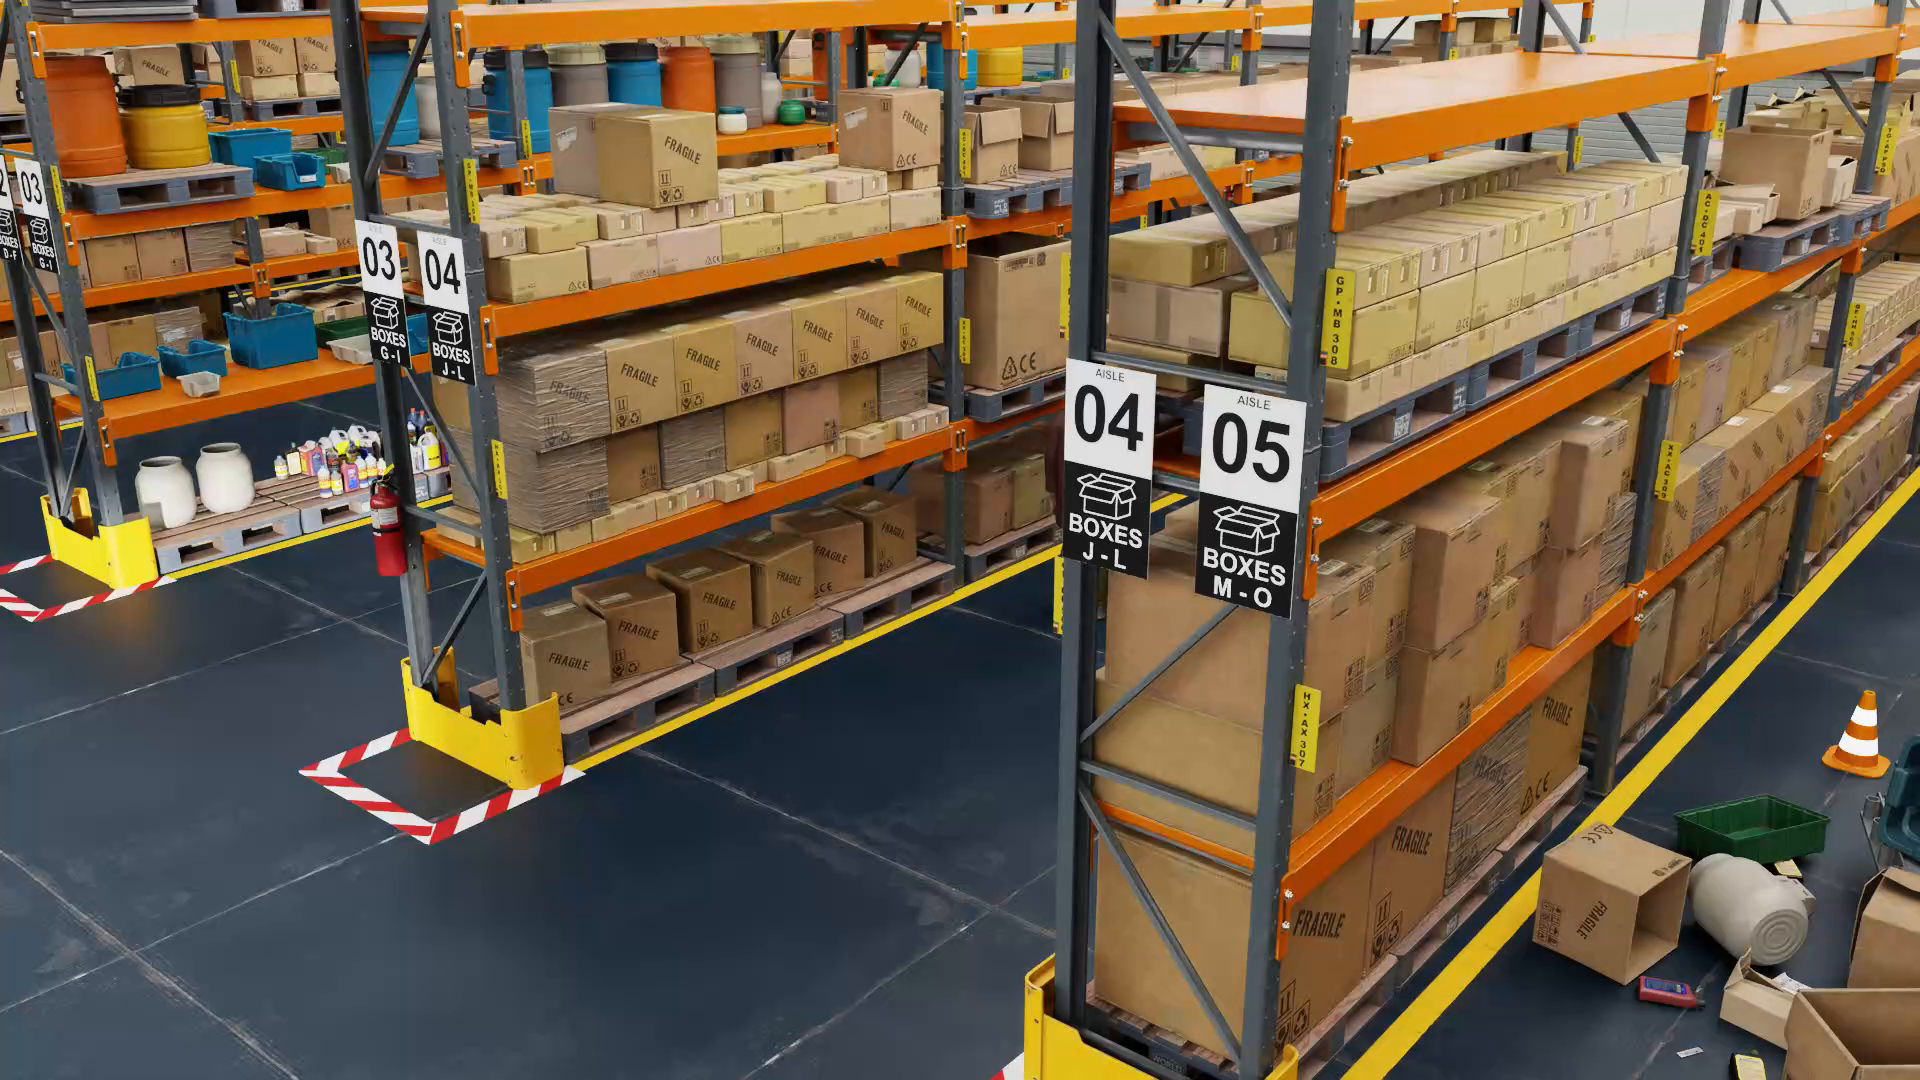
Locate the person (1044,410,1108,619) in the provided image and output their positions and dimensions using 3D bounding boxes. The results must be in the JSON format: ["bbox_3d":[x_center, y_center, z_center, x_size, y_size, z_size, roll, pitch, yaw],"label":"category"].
[{"bbox_3d":[0.916,-0.322,11.987,0.646,1.772,0.433,10,22,25],"label":"person"}]
